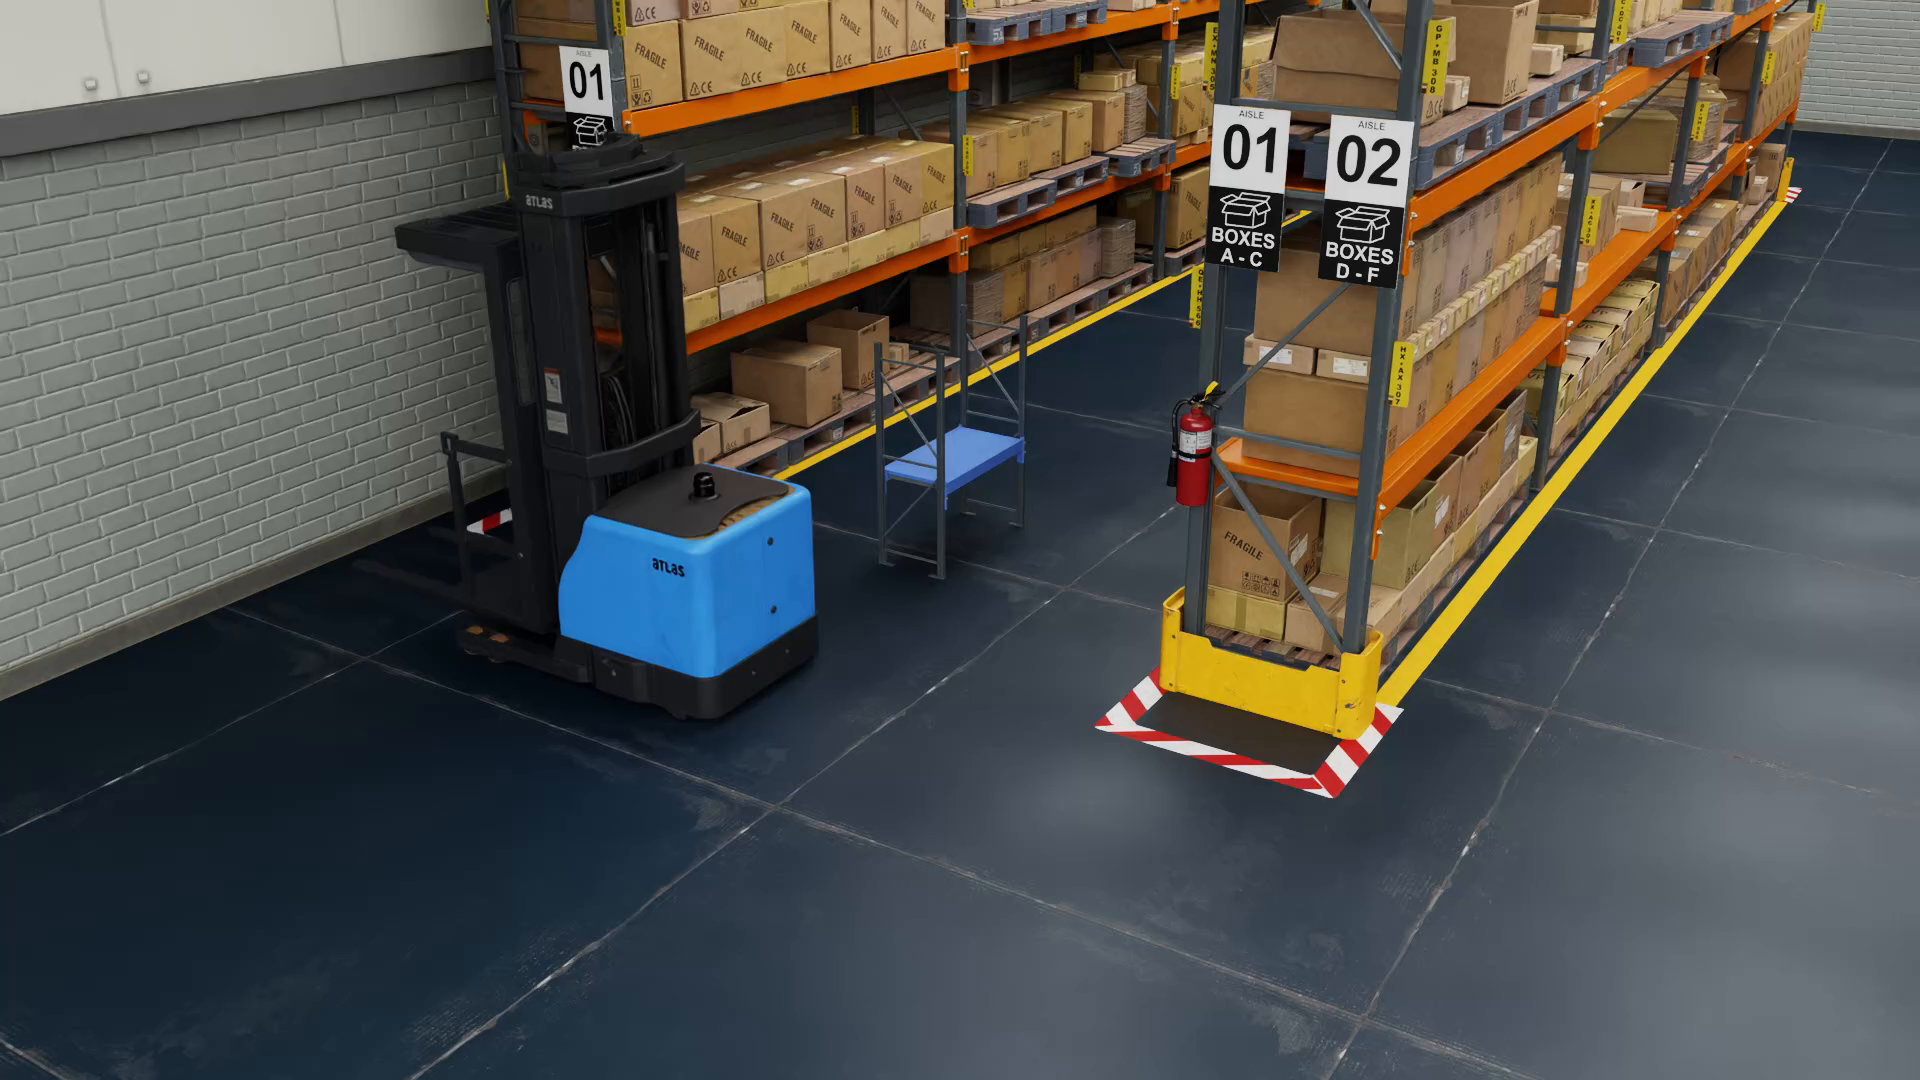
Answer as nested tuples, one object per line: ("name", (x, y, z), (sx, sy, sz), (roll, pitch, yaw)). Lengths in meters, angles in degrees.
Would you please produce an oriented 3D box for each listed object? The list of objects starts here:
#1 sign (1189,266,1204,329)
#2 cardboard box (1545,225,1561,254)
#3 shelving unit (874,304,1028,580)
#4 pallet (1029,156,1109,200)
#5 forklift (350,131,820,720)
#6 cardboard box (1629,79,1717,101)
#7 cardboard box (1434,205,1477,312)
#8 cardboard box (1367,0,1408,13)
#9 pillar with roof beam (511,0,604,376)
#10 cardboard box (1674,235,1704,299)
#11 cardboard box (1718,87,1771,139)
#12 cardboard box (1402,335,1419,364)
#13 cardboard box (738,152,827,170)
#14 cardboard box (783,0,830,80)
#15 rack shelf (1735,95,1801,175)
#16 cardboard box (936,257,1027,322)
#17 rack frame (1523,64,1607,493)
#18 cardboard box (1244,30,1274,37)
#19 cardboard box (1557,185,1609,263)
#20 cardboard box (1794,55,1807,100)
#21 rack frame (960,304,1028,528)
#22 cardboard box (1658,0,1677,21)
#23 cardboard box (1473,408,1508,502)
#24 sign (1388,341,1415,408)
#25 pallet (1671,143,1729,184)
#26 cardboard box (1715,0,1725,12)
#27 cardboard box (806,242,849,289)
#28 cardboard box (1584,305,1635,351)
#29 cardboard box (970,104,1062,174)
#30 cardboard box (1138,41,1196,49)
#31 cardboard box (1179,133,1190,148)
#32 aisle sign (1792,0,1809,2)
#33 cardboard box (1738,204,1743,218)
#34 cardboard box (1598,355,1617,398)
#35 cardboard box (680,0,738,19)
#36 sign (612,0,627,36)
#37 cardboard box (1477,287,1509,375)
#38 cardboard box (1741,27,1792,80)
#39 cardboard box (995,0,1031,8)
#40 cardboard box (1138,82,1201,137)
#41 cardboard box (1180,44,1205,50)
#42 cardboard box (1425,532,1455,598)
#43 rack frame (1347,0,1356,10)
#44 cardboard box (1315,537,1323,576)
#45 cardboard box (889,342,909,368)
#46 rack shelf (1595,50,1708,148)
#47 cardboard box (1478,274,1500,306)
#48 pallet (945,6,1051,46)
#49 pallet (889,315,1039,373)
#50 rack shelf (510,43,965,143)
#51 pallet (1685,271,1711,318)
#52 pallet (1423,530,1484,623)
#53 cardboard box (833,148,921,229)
("sign", (1.243, -1.255, 8.617), (0.100, 0.325, 0.005), (14, 27, 29))
("cardboard box", (3.845, -2.053, 11.275), (0.380, 0.149, 0.250), (14, 27, 29))
("shelving unit", (-0.045, -0.659, 10.886), (0.538, 1.500, 1.048), (14, 27, 29))
("pallet", (0.696, -3.468, 15.728), (1.003, 0.211, 1.213), (14, 27, 29))
("forklift", (-2.337, -0.798, 9.404), (3.031, 2.935, 1.130), (14, 27, 29))
("cardboard box", (7.277, -4.427, 17.045), (0.700, 0.500, 0.500), (19, 30, 37))
("cardboard box", (2.519, -1.659, 9.548), (0.700, 0.500, 0.500), (14, 27, 29))
("cardboard box", (2.830, -2.998, 9.789), (0.797, 0.503, 0.637), (17, 29, 35))
("pillar with roof beam", (0.778, -3.802, 8.704), (9.100, 9.000, 0.400), (14, 27, 29))
("cardboard box", (6.939, -2.691, 16.283), (0.500, 0.500, 0.500), (13, 27, 28))
("cardboard box", (8.526, -4.707, 18.222), (0.500, 0.500, 0.500), (15, 27, 30))
("cardboard box", (2.223, -1.017, 8.881), (0.380, 0.149, 0.250), (13, 27, 28))
("cardboard box", (-1.373, -2.712, 12.959), (0.500, 0.500, 0.500), (15, 27, 30))
("cardboard box", (-1.277, -3.560, 11.772), (0.500, 0.500, 0.500), (16, 28, 32))
("rack shelf", (9.081, -4.891, 19.679), (1.077, 0.370, 4.000), (14, 27, 29))
("cardboard box", (0.200, -2.375, 15.553), (0.700, 0.500, 0.500), (13, 27, 28))
("rack frame", (3.806, -1.846, 11.739), (1.000, 3.000, 0.127), (14, 27, 29))
("cardboard box", (3.509, -5.737, 19.258), (0.500, 0.250, 0.500), (15, 27, 30))
("cardboard box", (4.767, -2.495, 13.111), (0.500, 0.500, 0.500), (14, 27, 29))
("cardboard box", (10.131, -5.734, 20.594), (0.500, 0.500, 0.500), (15, 27, 31))
("rack frame", (0.223, -0.831, 11.282), (0.500, 1.500, 0.032), (14, 27, 29))
("cardboard box", (5.464, -4.351, 13.410), (0.500, 0.250, 0.500), (15, 27, 30))
("cardboard box", (3.213, -0.583, 10.810), (0.500, 0.500, 0.500), (14, 27, 29))
("sign", (2.165, -0.812, 8.160), (0.100, 0.325, 0.005), (14, 27, 29))
("pallet", (6.938, -3.766, 16.414), (1.003, 0.211, 1.213), (14, 27, 29))
("cardboard box", (6.387, -4.945, 14.996), (0.910, 0.500, 0.500), (14, 27, 29))
("cardboard box", (-1.183, -2.091, 12.467), (0.500, 0.250, 0.500), (14, 27, 29))
("cardboard box", (5.312, -1.810, 13.881), (0.500, 0.311, 0.500), (14, 27, 29))
("cardboard box", (0.515, -3.711, 15.368), (0.700, 0.500, 0.500), (18, 29, 36))
("cardboard box", (2.274, -5.323, 18.301), (0.500, 0.250, 0.500), (13, 27, 28))
("cardboard box", (2.217, -4.273, 17.636), (0.380, 0.149, 0.250), (14, 27, 30))
("aisle sign", (10.432, -7.048, 20.483), (0.394, 0.787, 0.004), (14, 27, 29))
("cardboard box", (8.879, -3.838, 19.354), (0.380, 0.166, 0.250), (14, 27, 29))
("cardboard box", (5.040, -1.381, 13.596), (0.500, 0.250, 0.500), (14, 27, 30))
("cardboard box", (-1.797, -3.661, 10.747), (0.500, 0.500, 0.500), (14, 27, 28))
("sign", (-2.053, -3.197, 9.984), (0.100, 0.325, 0.005), (14, 27, 29))
("cardboard box", (3.037, -1.393, 10.567), (0.700, 0.500, 0.500), (14, 27, 30))
("cardboard box", (9.057, -5.499, 18.792), (0.500, 0.500, 0.500), (13, 27, 27))
("cardboard box", (0.277, -4.787, 14.340), (0.500, 0.311, 0.500), (15, 27, 31))
("cardboard box", (2.179, -4.535, 17.425), (0.500, 0.500, 0.500), (15, 27, 30))
("cardboard box", (2.708, -5.219, 18.061), (0.500, 0.250, 0.500), (14, 27, 29))
("cardboard box", (2.693, 0.100, 10.175), (0.500, 0.250, 0.500), (14, 27, 29))
("rack frame", (5.926, -6.933, 23.490), (1.000, 3.000, 0.127), (14, 27, 29))
("cardboard box", (1.982, 0.159, 10.040), (0.500, 0.250, 0.500), (14, 27, 29))
("cardboard box", (-0.661, -1.598, 14.178), (0.380, 0.166, 0.250), (10, 25, 22))
("rack shelf", (4.861, -3.568, 12.846), (1.077, 0.370, 4.000), (14, 27, 29))
("cardboard box", (3.036, -1.535, 10.077), (0.380, 0.149, 0.250), (15, 28, 31))
("pallet", (0.012, -4.360, 14.005), (1.213, 0.211, 1.003), (14, 27, 29))
("pallet", (0.005, -1.867, 15.296), (1.003, 0.211, 1.213), (14, 27, 29))
("rack shelf", (-1.459, -3.255, 12.122), (1.077, 0.370, 4.000), (14, 27, 29))
("pallet", (6.986, -2.571, 16.923), (1.003, 0.211, 1.213), (14, 27, 29))
("pallet", (2.708, 0.106, 10.739), (1.003, 0.211, 1.213), (14, 27, 29))
("cardboard box", (-0.649, -2.774, 13.101), (0.500, 0.500, 0.500), (14, 27, 29))
